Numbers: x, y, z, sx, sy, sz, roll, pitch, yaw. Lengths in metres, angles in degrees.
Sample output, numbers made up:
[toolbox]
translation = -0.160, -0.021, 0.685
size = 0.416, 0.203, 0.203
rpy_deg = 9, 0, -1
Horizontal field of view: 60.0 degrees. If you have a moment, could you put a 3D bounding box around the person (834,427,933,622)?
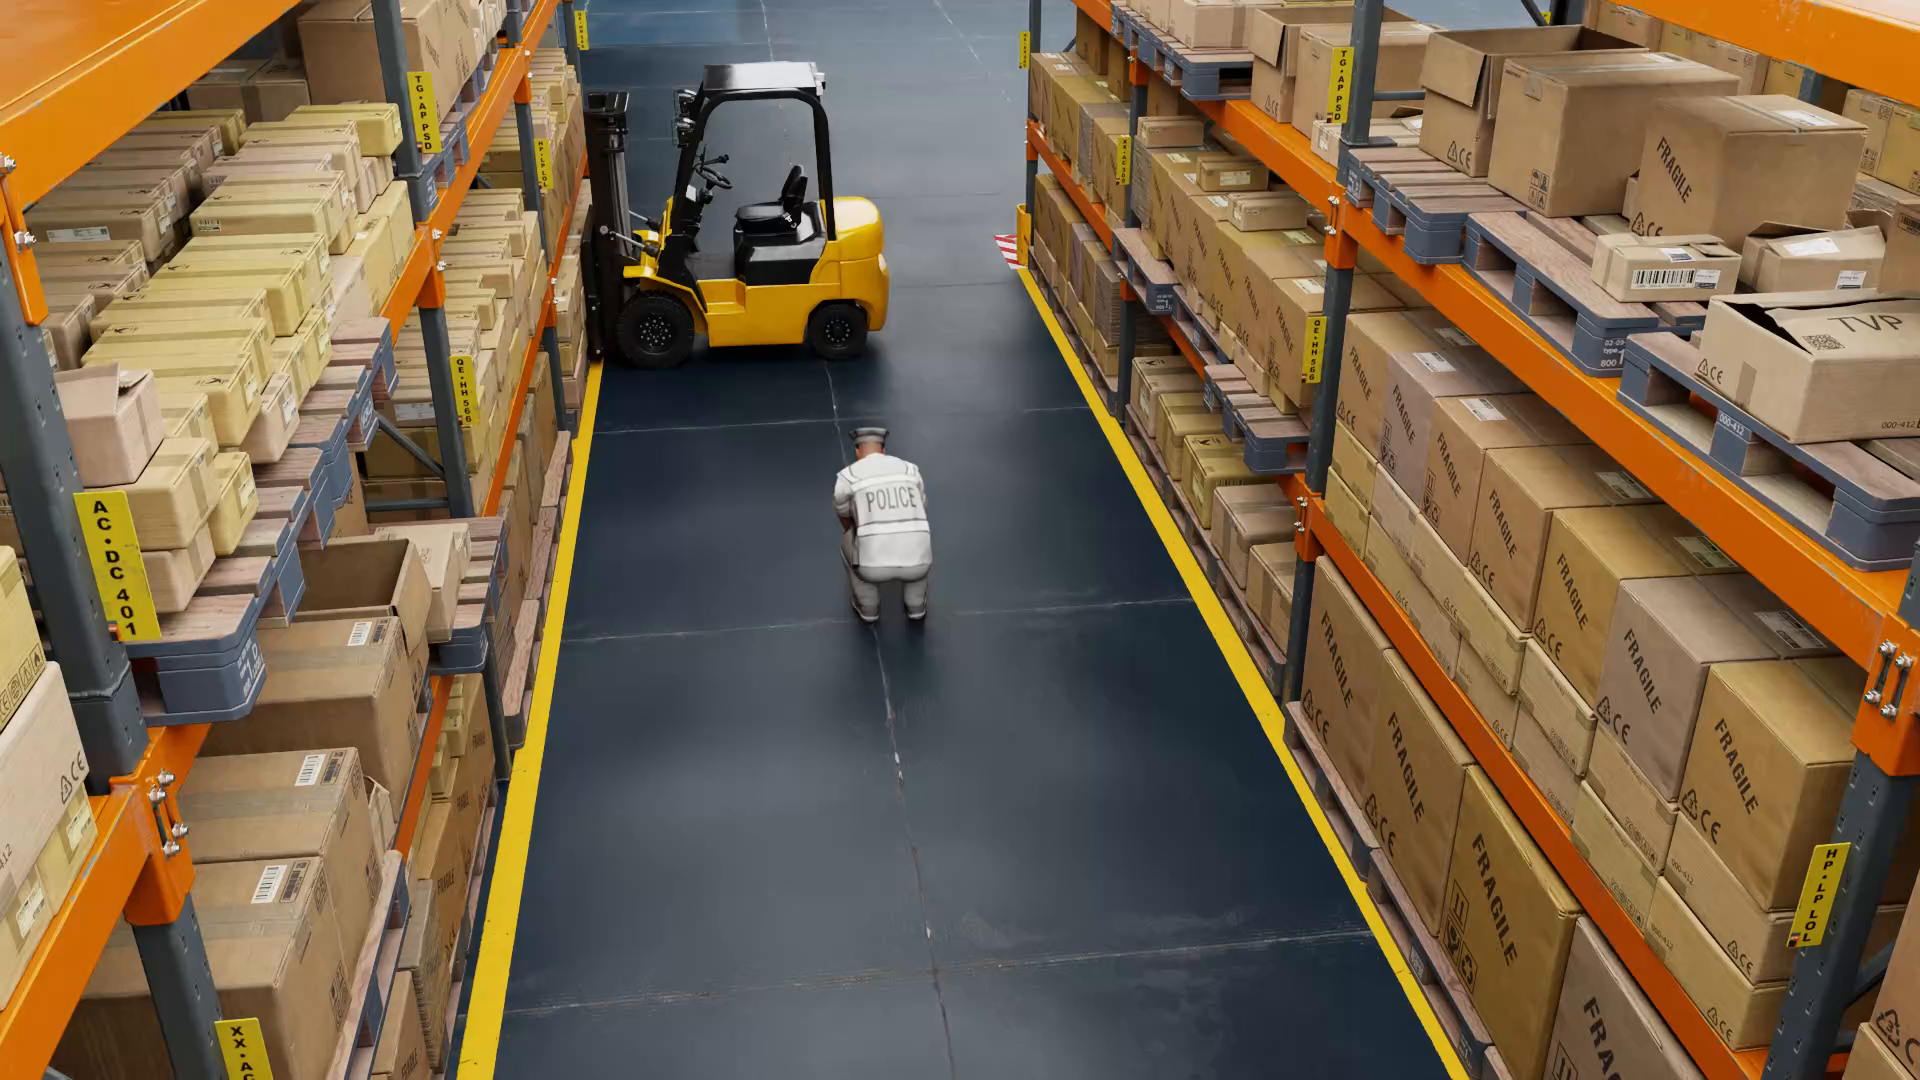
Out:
[person]
translation = -0.439, -0.094, 9.628
size = 0.561, 1.009, 0.903
rpy_deg = -4, 27, -7
